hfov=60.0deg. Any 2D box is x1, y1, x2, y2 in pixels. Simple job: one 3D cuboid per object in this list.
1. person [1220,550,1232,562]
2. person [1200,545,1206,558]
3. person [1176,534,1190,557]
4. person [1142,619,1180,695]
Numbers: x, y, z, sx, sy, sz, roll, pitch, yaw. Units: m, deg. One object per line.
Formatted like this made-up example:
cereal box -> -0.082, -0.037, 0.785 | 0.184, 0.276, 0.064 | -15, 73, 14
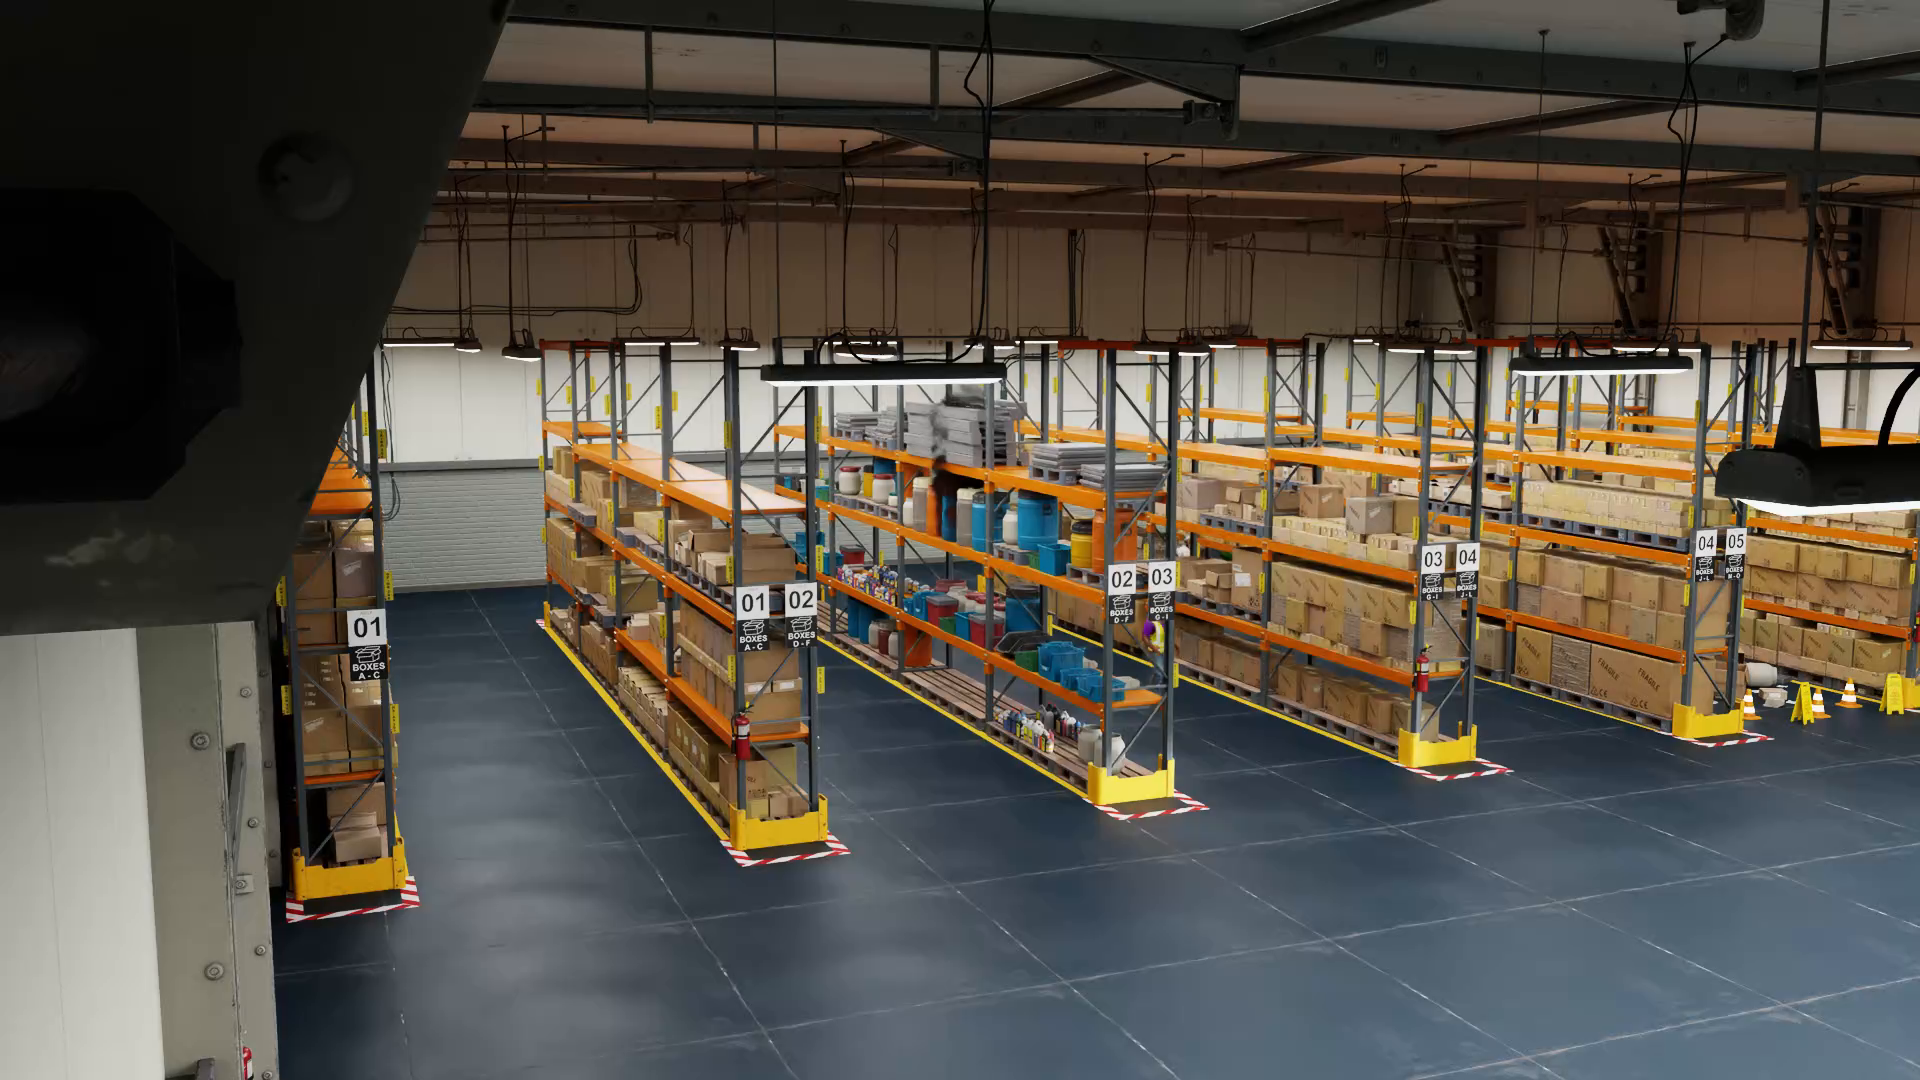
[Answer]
person -> 6.798, -0.007, 42.094 | 0.586, 1.741, 0.636 | -4, 9, -30
person -> 6.058, 0.116, 41.913 | 0.532, 1.562, 0.647 | 2, 8, 18
person -> 5.082, 0.684, 37.205 | 0.576, 1.679, 0.609 | -2, 8, -18
person -> 3.355, 1.858, 27.971 | 0.685, 1.710, 0.624 | -4, 9, -29
